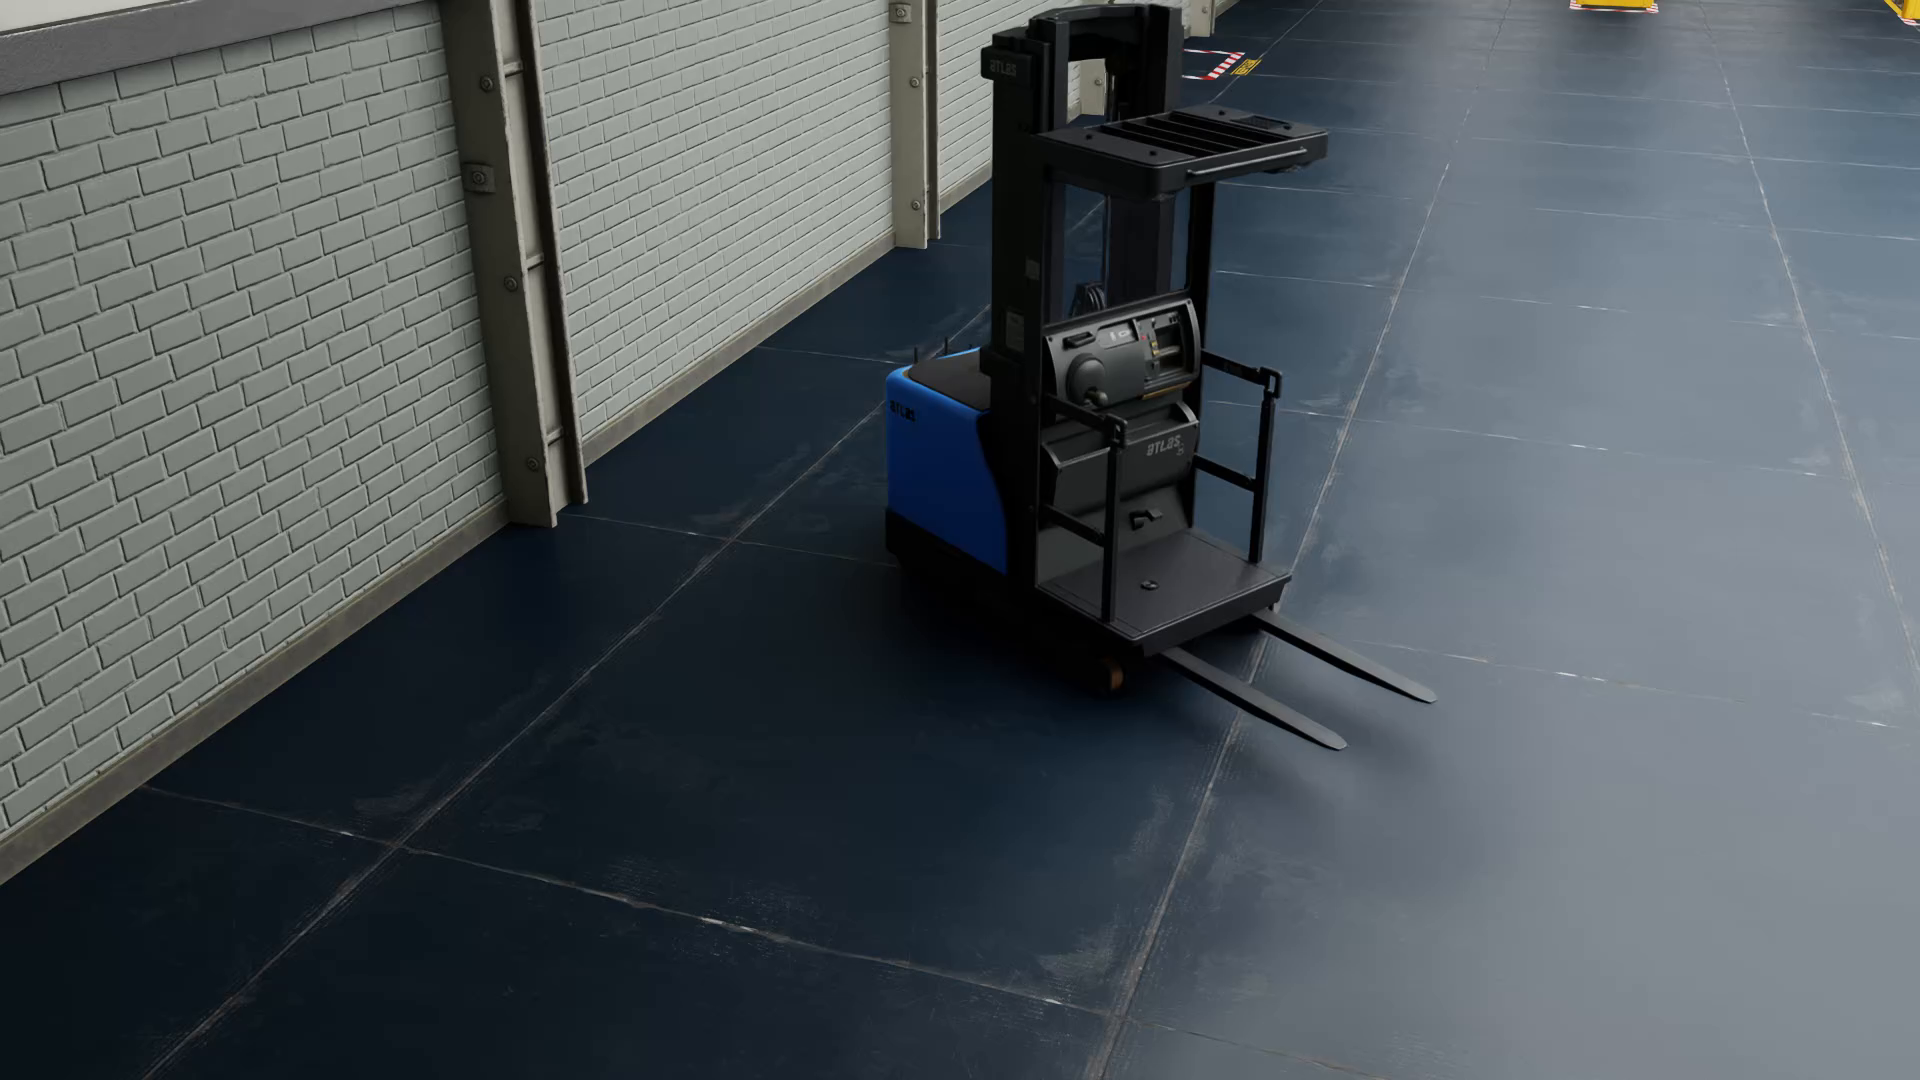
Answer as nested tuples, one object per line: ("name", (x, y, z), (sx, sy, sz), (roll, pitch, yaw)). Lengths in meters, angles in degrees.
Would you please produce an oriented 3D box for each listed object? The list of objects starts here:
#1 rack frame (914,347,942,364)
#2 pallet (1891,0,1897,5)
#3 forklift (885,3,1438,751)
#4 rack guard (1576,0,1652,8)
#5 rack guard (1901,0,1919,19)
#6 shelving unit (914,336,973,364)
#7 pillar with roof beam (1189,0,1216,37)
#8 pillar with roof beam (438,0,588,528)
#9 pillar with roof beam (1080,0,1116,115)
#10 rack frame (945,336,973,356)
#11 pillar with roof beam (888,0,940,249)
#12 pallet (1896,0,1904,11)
("rack frame", (-0.172, -0.542, 9.165), (0.200, 1.050, 0.008), (22, 33, 38))
("pallet", (16.194, -9.151, 27.907), (1.003, 0.211, 1.213), (9, 27, 17))
("forklift", (0.904, -0.850, 7.642), (1.130, 2.935, 3.031), (-19, 32, -34))
("rack guard", (10.852, -9.120, 27.512), (1.175, 0.500, 0.348), (9, 27, 17))
("rack guard", (15.511, -8.448, 26.124), (1.175, 0.500, 0.348), (9, 27, 17))
("shelving unit", (-0.090, -0.581, 9.246), (0.215, 1.050, 0.252), (22, 33, 38))
("pillar with roof beam", (7.668, -10.995, 21.632), (9.100, 9.000, 0.400), (9, 27, 17))
("pillar with roof beam", (1.678, -3.598, 6.355), (9.100, 9.000, 0.400), (9, 27, 17))
("pillar with roof beam", (5.671, -8.529, 16.540), (9.100, 9.000, 0.400), (9, 27, 17))
("rack frame", (-0.007, -0.620, 9.326), (0.200, 1.050, 0.008), (22, 33, 38))
("pillar with roof beam", (3.674, -6.064, 11.447), (9.100, 9.000, 0.400), (9, 27, 17))
("pallet", (15.786, -8.651, 26.875), (1.003, 0.211, 1.213), (9, 27, 17))
